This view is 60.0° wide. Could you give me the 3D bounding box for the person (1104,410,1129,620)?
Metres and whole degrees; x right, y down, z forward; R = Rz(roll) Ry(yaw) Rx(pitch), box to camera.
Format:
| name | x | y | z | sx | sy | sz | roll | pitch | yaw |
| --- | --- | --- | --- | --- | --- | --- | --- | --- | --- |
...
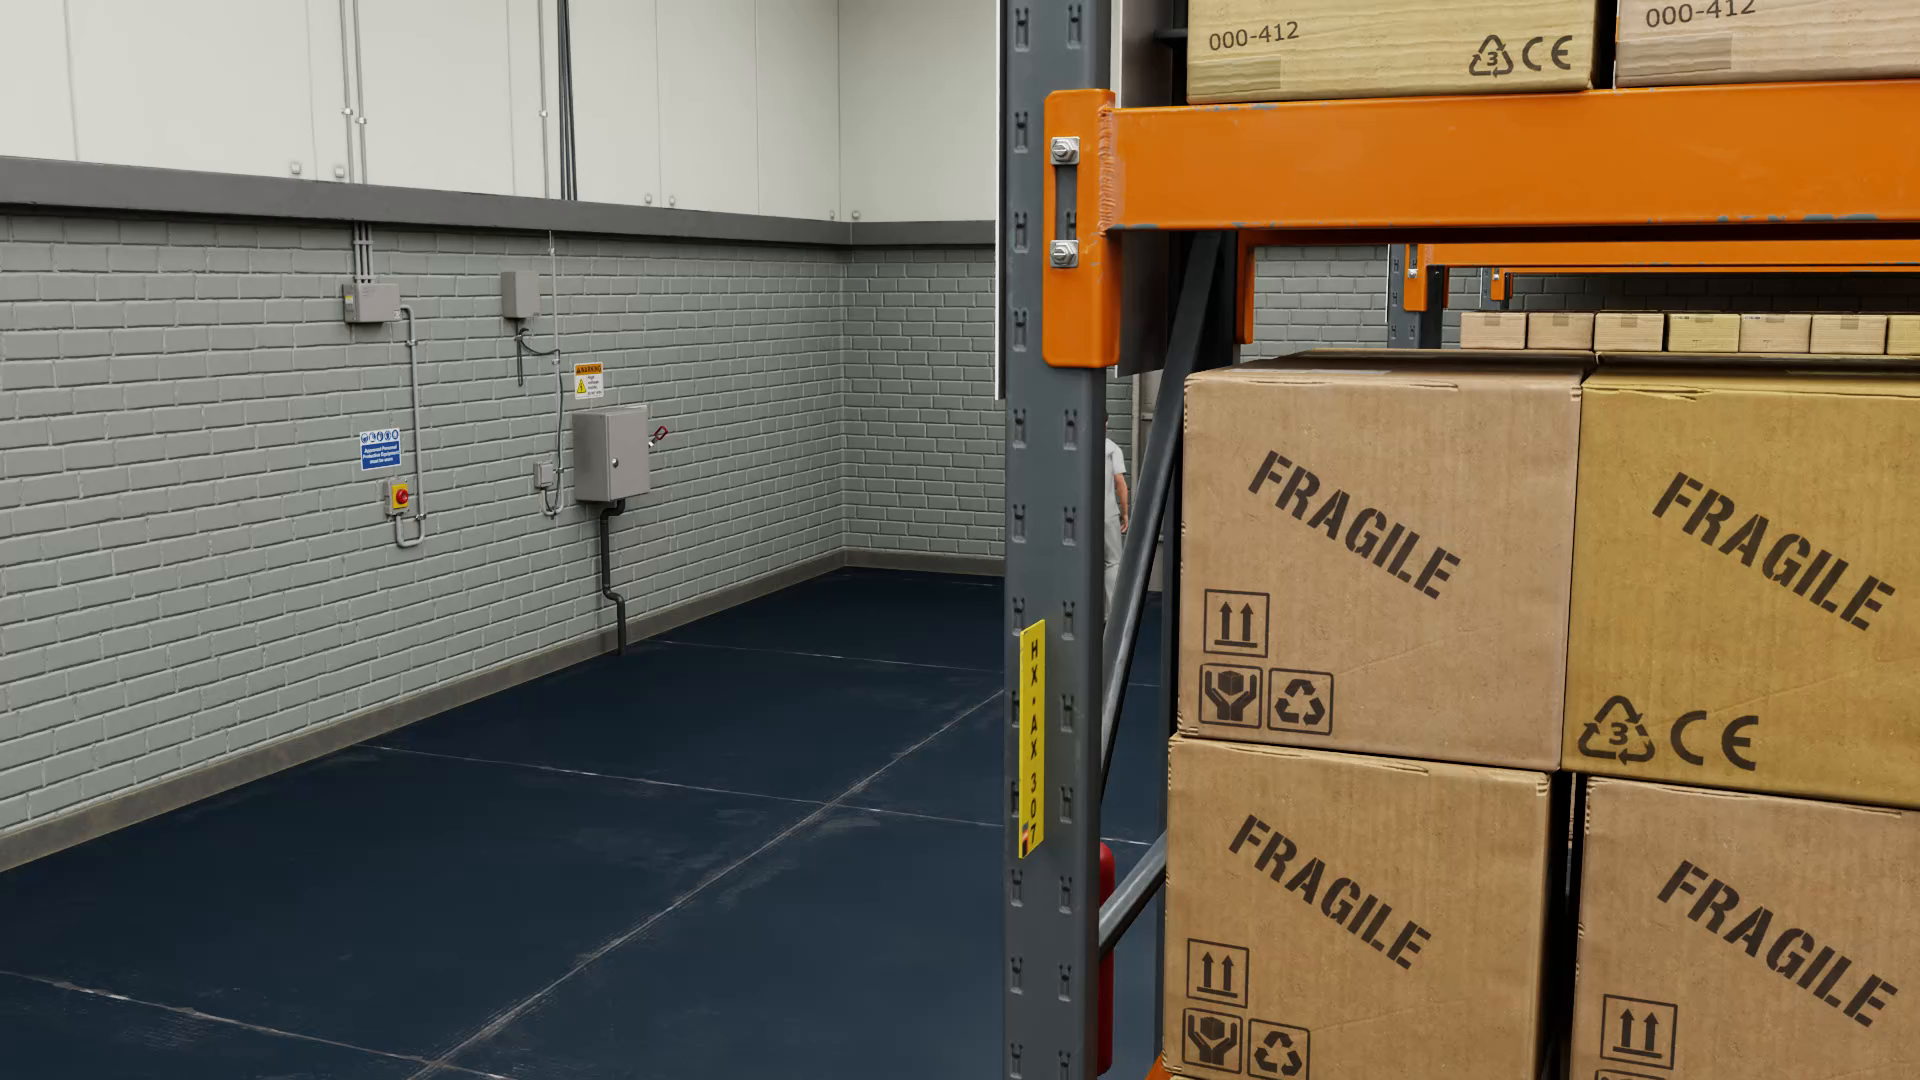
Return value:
| name | x | y | z | sx | sy | sz | roll | pitch | yaw |
| --- | --- | --- | --- | --- | --- | --- | --- | --- | --- |
| person | 1.029 | -0.174 | 12.488 | 0.513 | 1.673 | 0.356 | 3 | 9 | 18 |
